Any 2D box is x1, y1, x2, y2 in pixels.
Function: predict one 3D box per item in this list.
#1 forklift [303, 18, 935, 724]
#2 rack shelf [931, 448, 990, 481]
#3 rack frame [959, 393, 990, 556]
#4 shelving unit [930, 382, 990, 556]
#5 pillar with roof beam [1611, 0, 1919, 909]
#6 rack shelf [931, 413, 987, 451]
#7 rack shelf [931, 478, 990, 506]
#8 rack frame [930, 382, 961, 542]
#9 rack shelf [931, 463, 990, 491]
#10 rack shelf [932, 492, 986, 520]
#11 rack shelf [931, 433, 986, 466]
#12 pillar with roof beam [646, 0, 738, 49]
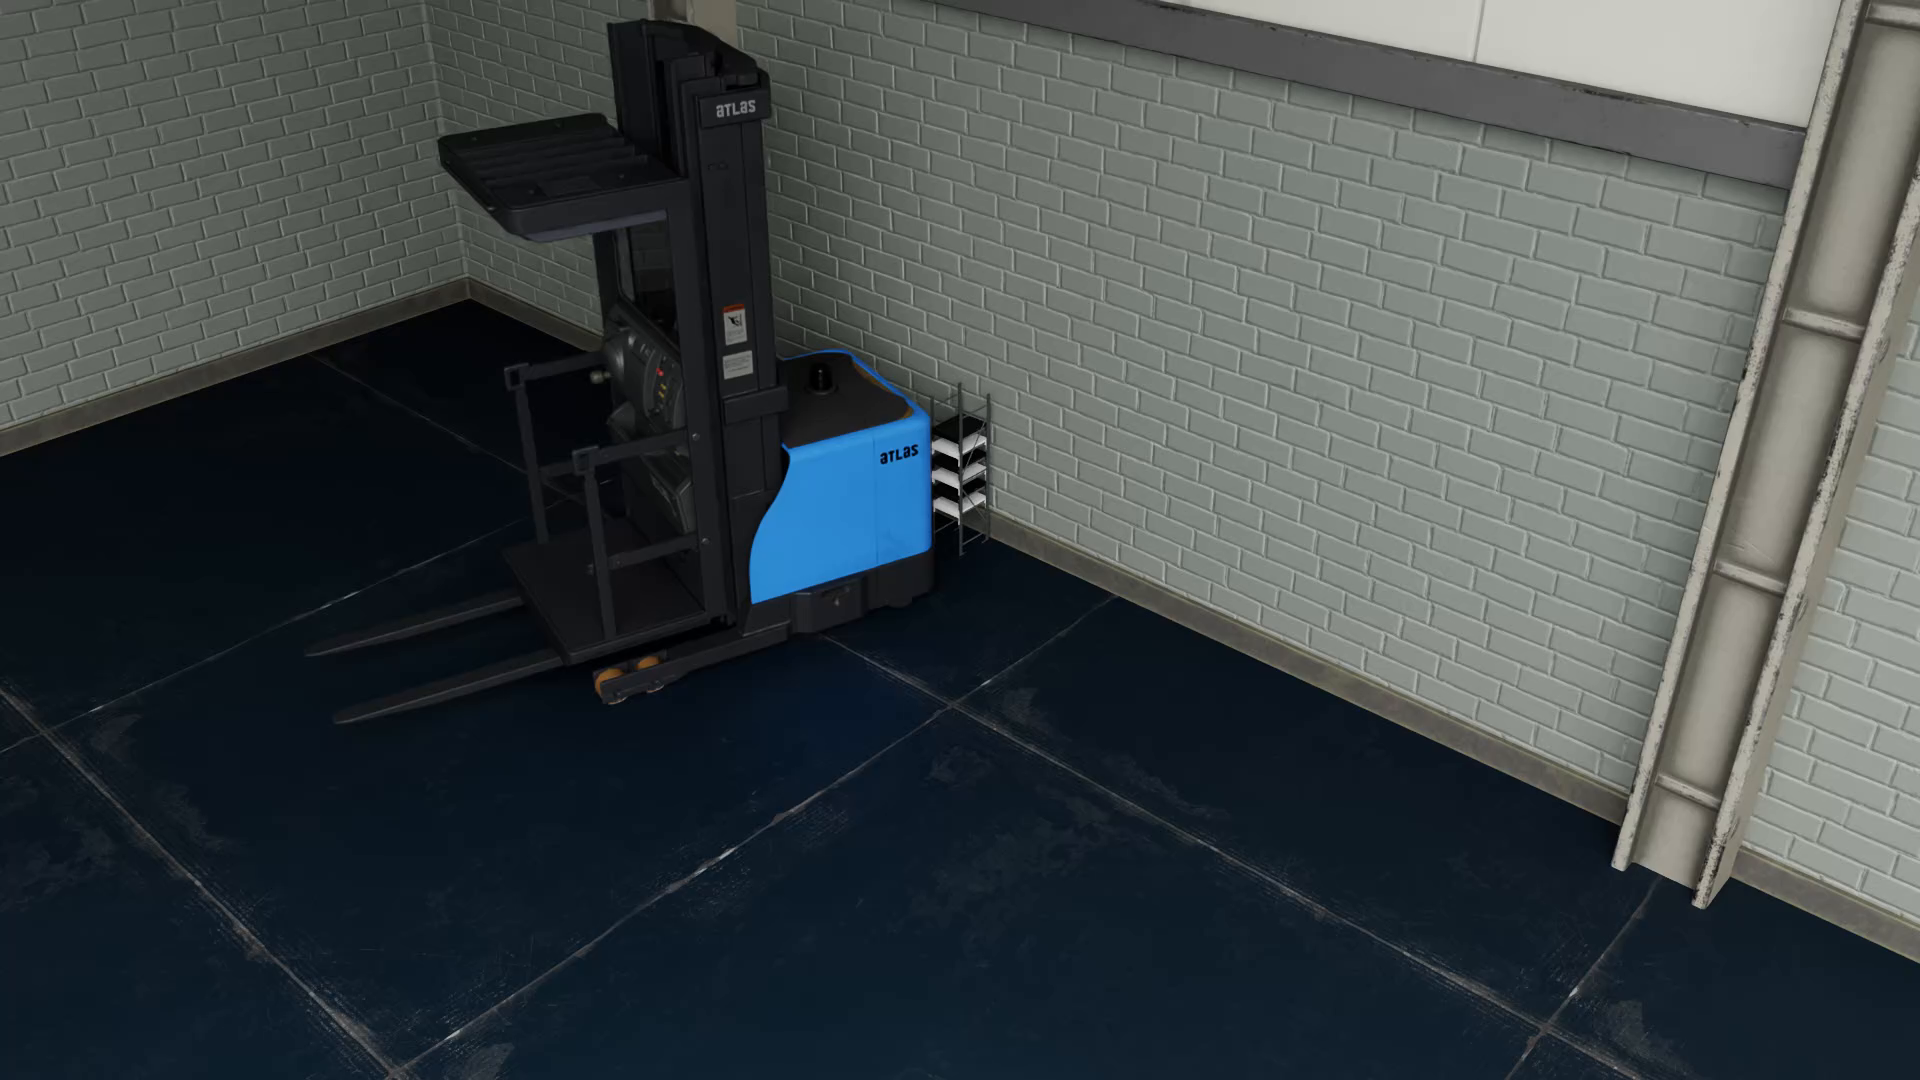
[{"bbox_3d":[-1.663,-0.784,7.711,3.031,2.935,1.130,-17,35,-26],"label":"forklift"},{"bbox_3d":[0.002,-0.427,8.978,0.200,0.077,0.258,25,39,35],"label":"rack shelf"},{"bbox_3d":[0.078,-0.344,8.949,0.006,0.900,0.240,25,39,35],"label":"rack frame"},{"bbox_3d":[0.002,-0.379,9.007,0.210,0.900,0.258,25,39,35],"label":"shelving unit"},{"bbox_3d":[0.090,-0.833,1.909,0.400,9.000,9.100,25,39,35],"label":"pillar with roof beam"},{"bbox_3d":[0.002,-0.582,8.885,0.200,0.077,0.258,25,39,35],"label":"rack shelf"},{"bbox_3d":[0.002,-0.273,9.070,0.200,0.077,0.258,25,39,35],"label":"rack shelf"},{"bbox_3d":[-0.074,-0.414,9.065,0.006,0.900,0.240,25,39,35],"label":"rack frame"},{"bbox_3d":[0.002,-0.350,9.024,0.200,0.077,0.258,25,39,35],"label":"rack shelf"},{"bbox_3d":[0.002,-0.196,9.117,0.200,0.077,0.258,25,39,35],"label":"rack shelf"},{"bbox_3d":[0.002,-0.505,8.931,0.200,0.077,0.258,25,39,35],"label":"rack shelf"},{"bbox_3d":[-4.358,-2.910,5.358,0.400,9.000,9.100,25,39,35],"label":"pillar with roof beam"}]
